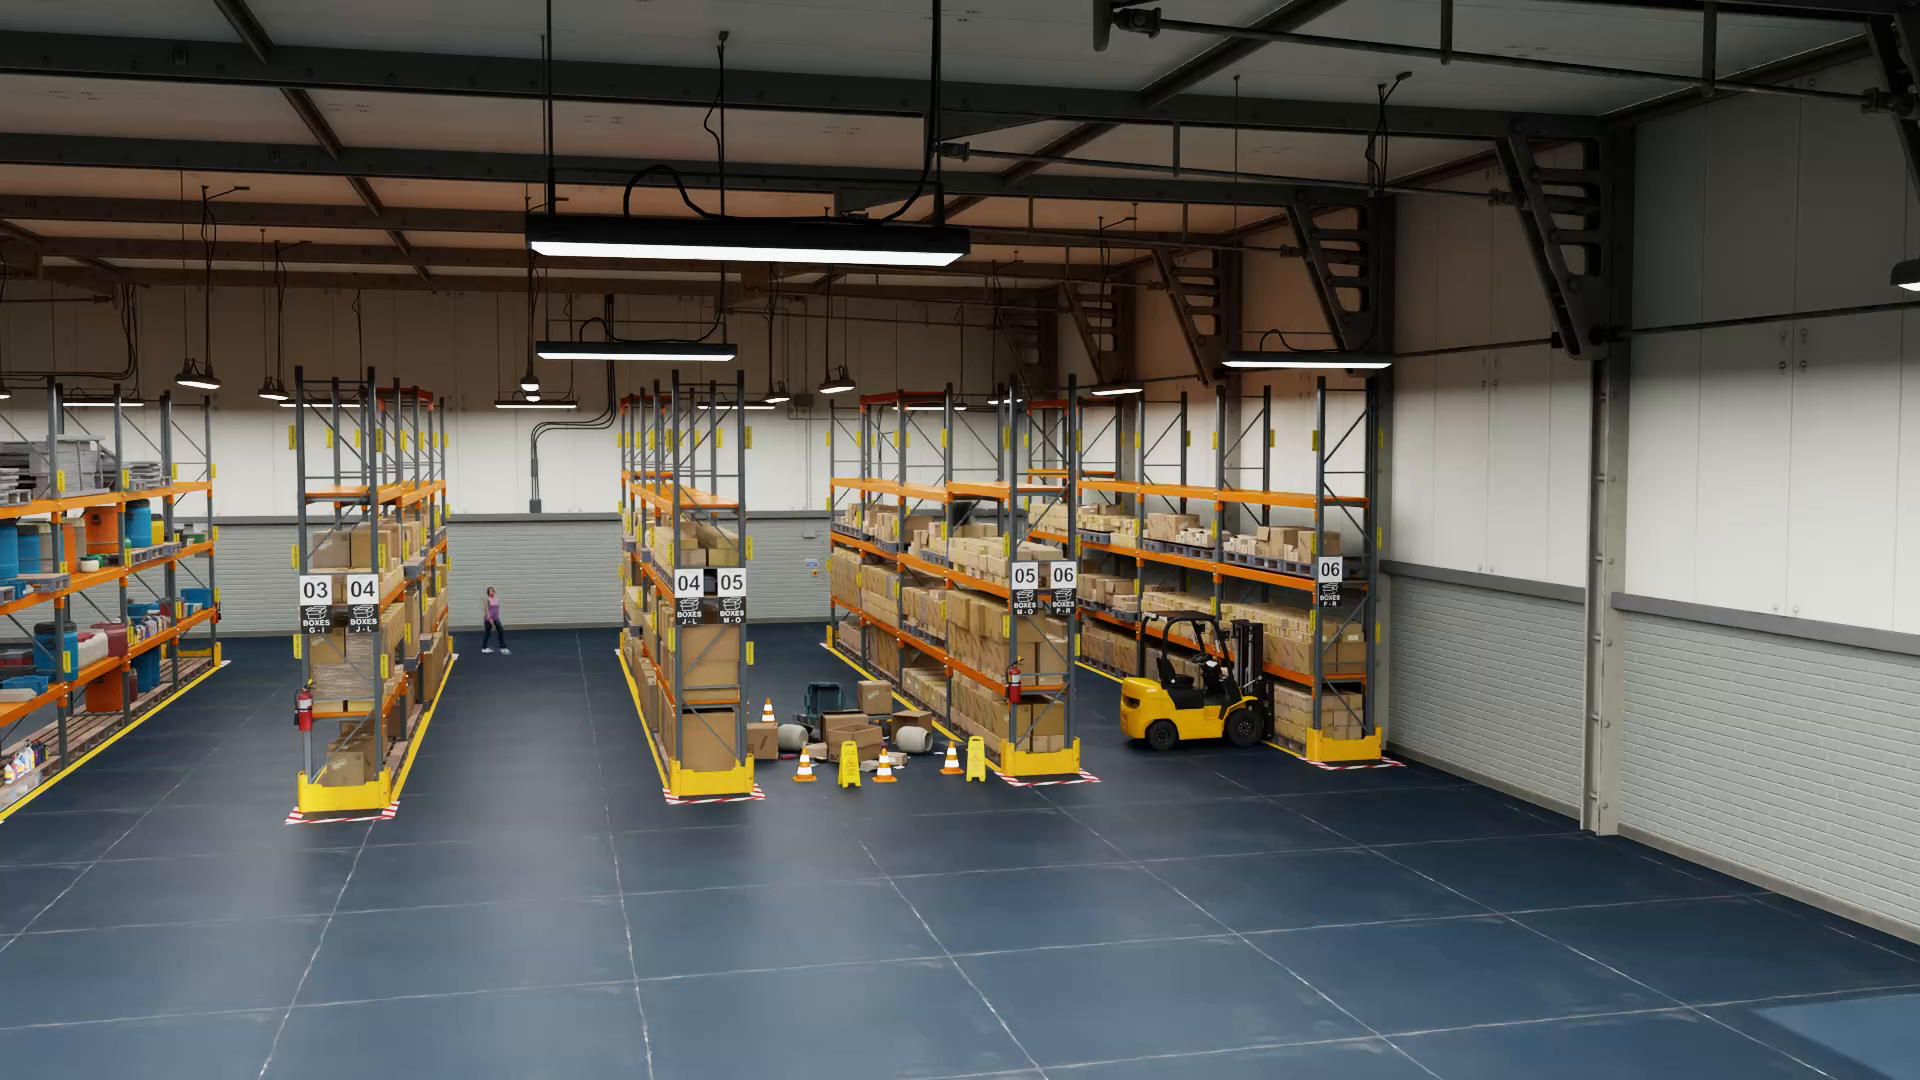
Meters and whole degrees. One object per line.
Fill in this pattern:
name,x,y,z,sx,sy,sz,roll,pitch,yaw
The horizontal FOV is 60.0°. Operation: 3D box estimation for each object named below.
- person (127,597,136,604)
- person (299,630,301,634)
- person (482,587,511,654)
person,-17.581,2.051,35.239,0.424,1.683,0.533,-2,4,-30
person,-12.727,2.195,32.836,0.644,1.620,1.028,-1,3,-10
person,-10.933,1.880,38.946,0.776,1.576,0.483,2,4,32
